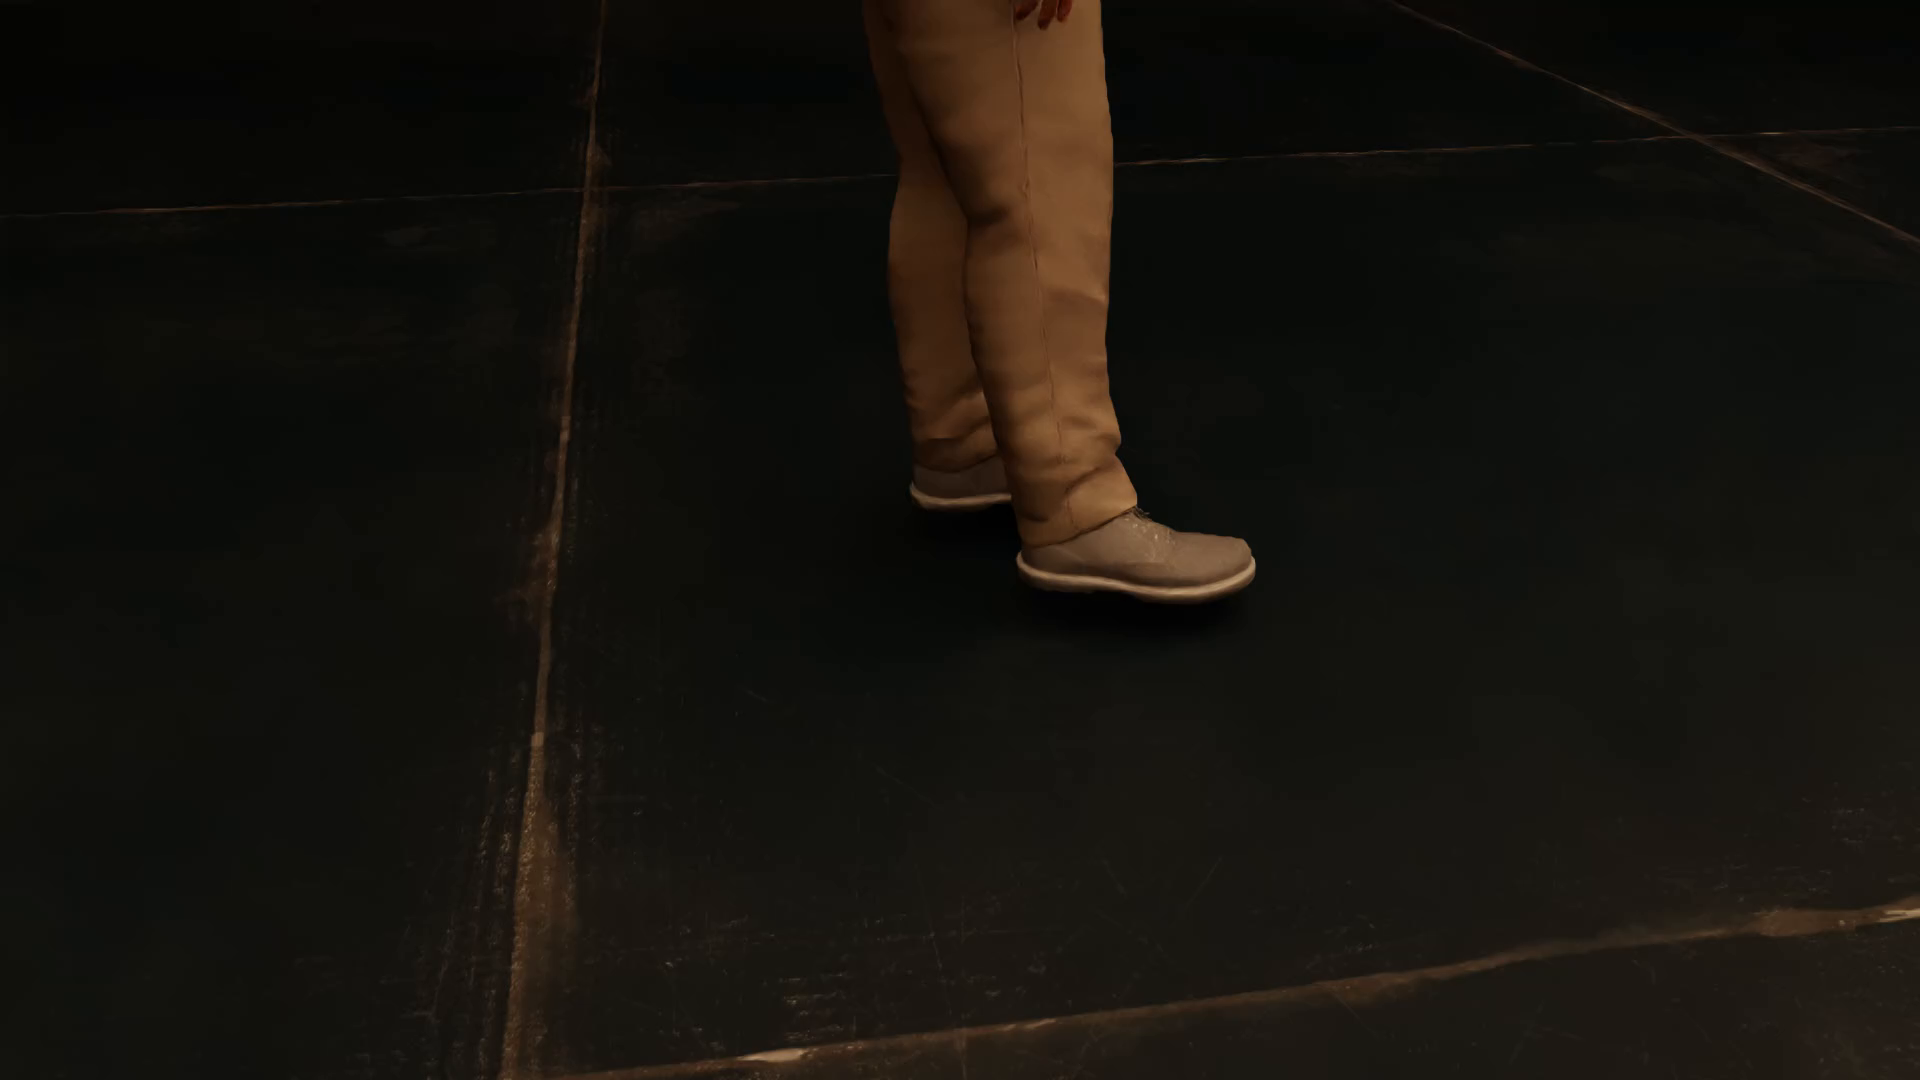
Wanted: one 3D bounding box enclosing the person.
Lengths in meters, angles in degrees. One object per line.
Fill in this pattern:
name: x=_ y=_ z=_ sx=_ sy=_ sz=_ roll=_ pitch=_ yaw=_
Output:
person: x=0.090 y=-0.807 z=2.076 sx=0.550 sy=1.726 sz=0.640 roll=-5 pitch=28 yaw=-9
